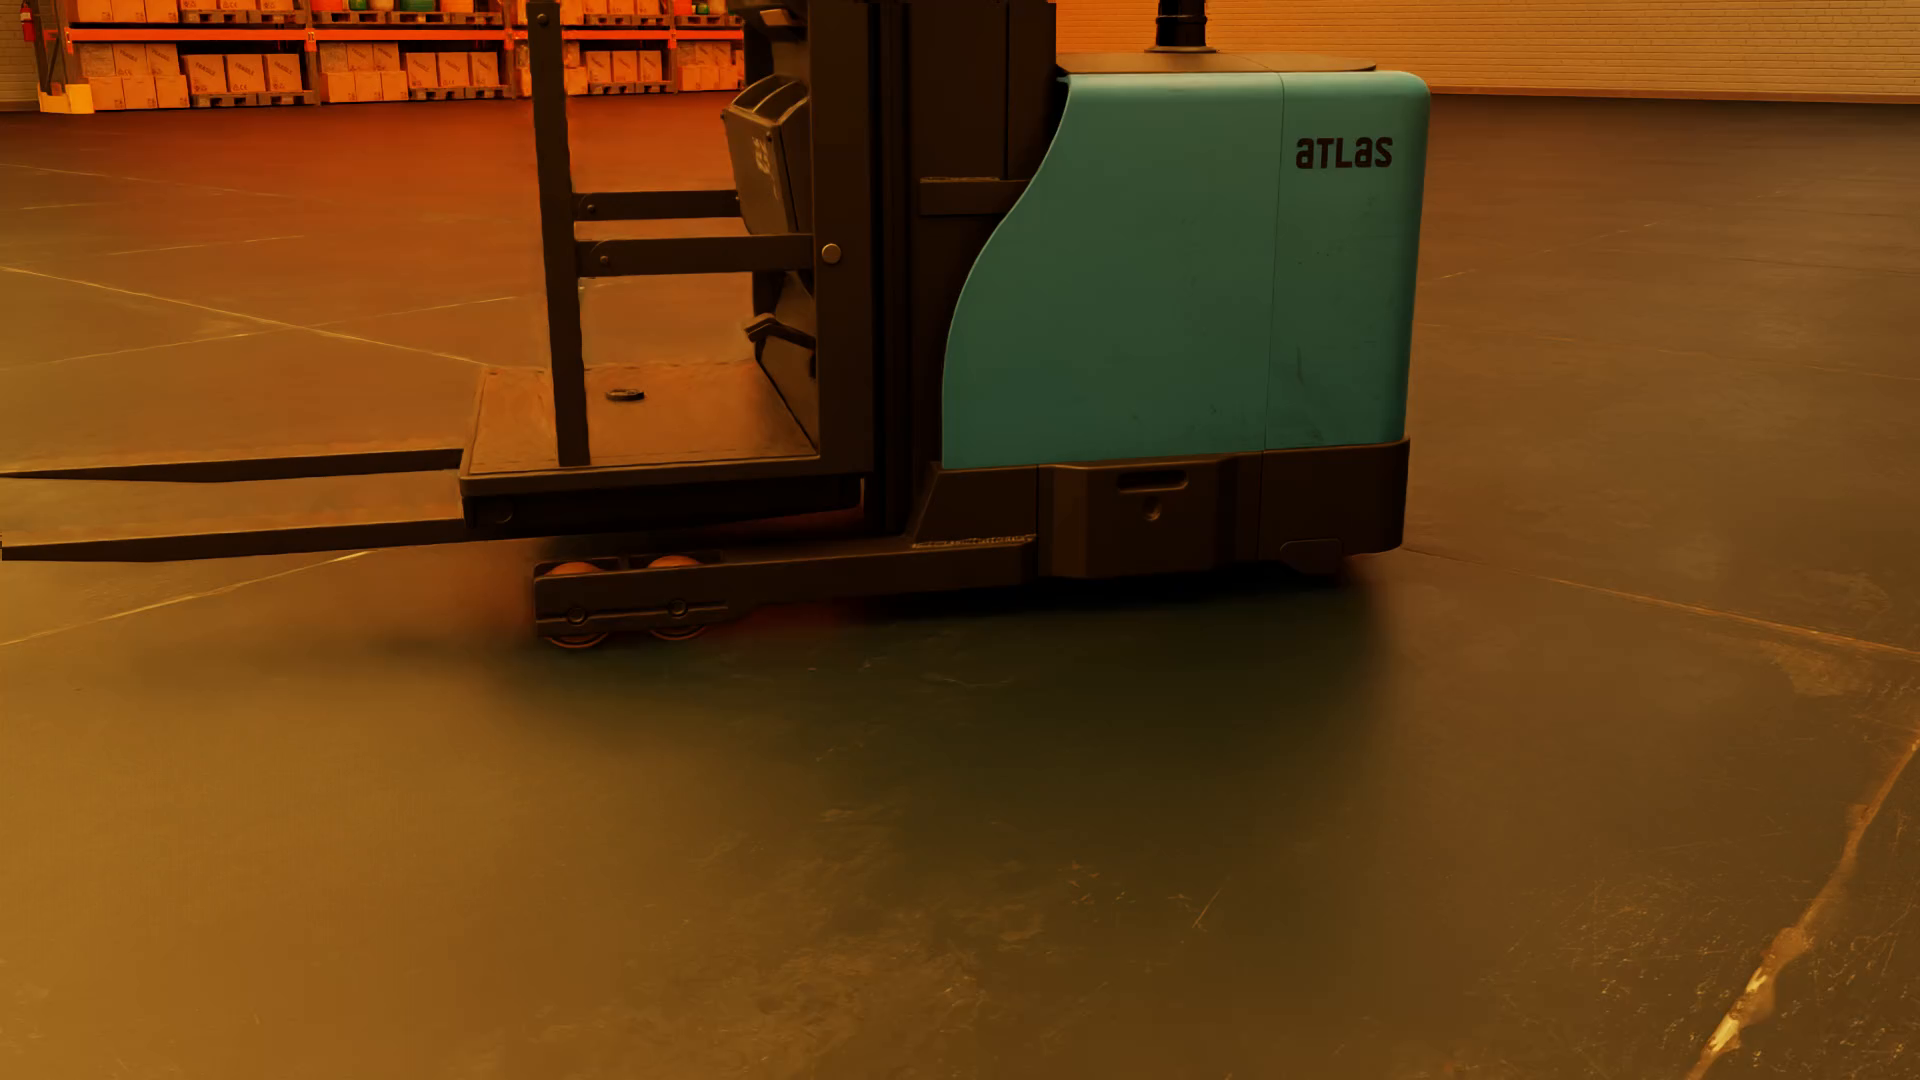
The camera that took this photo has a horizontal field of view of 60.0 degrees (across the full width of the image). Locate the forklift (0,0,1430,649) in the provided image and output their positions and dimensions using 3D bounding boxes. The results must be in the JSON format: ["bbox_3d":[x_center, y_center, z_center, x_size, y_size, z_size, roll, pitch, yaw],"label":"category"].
[{"bbox_3d":[-0.594,-1.359,3.372,3.031,2.935,1.130,-4,17,-13],"label":"forklift"}]
